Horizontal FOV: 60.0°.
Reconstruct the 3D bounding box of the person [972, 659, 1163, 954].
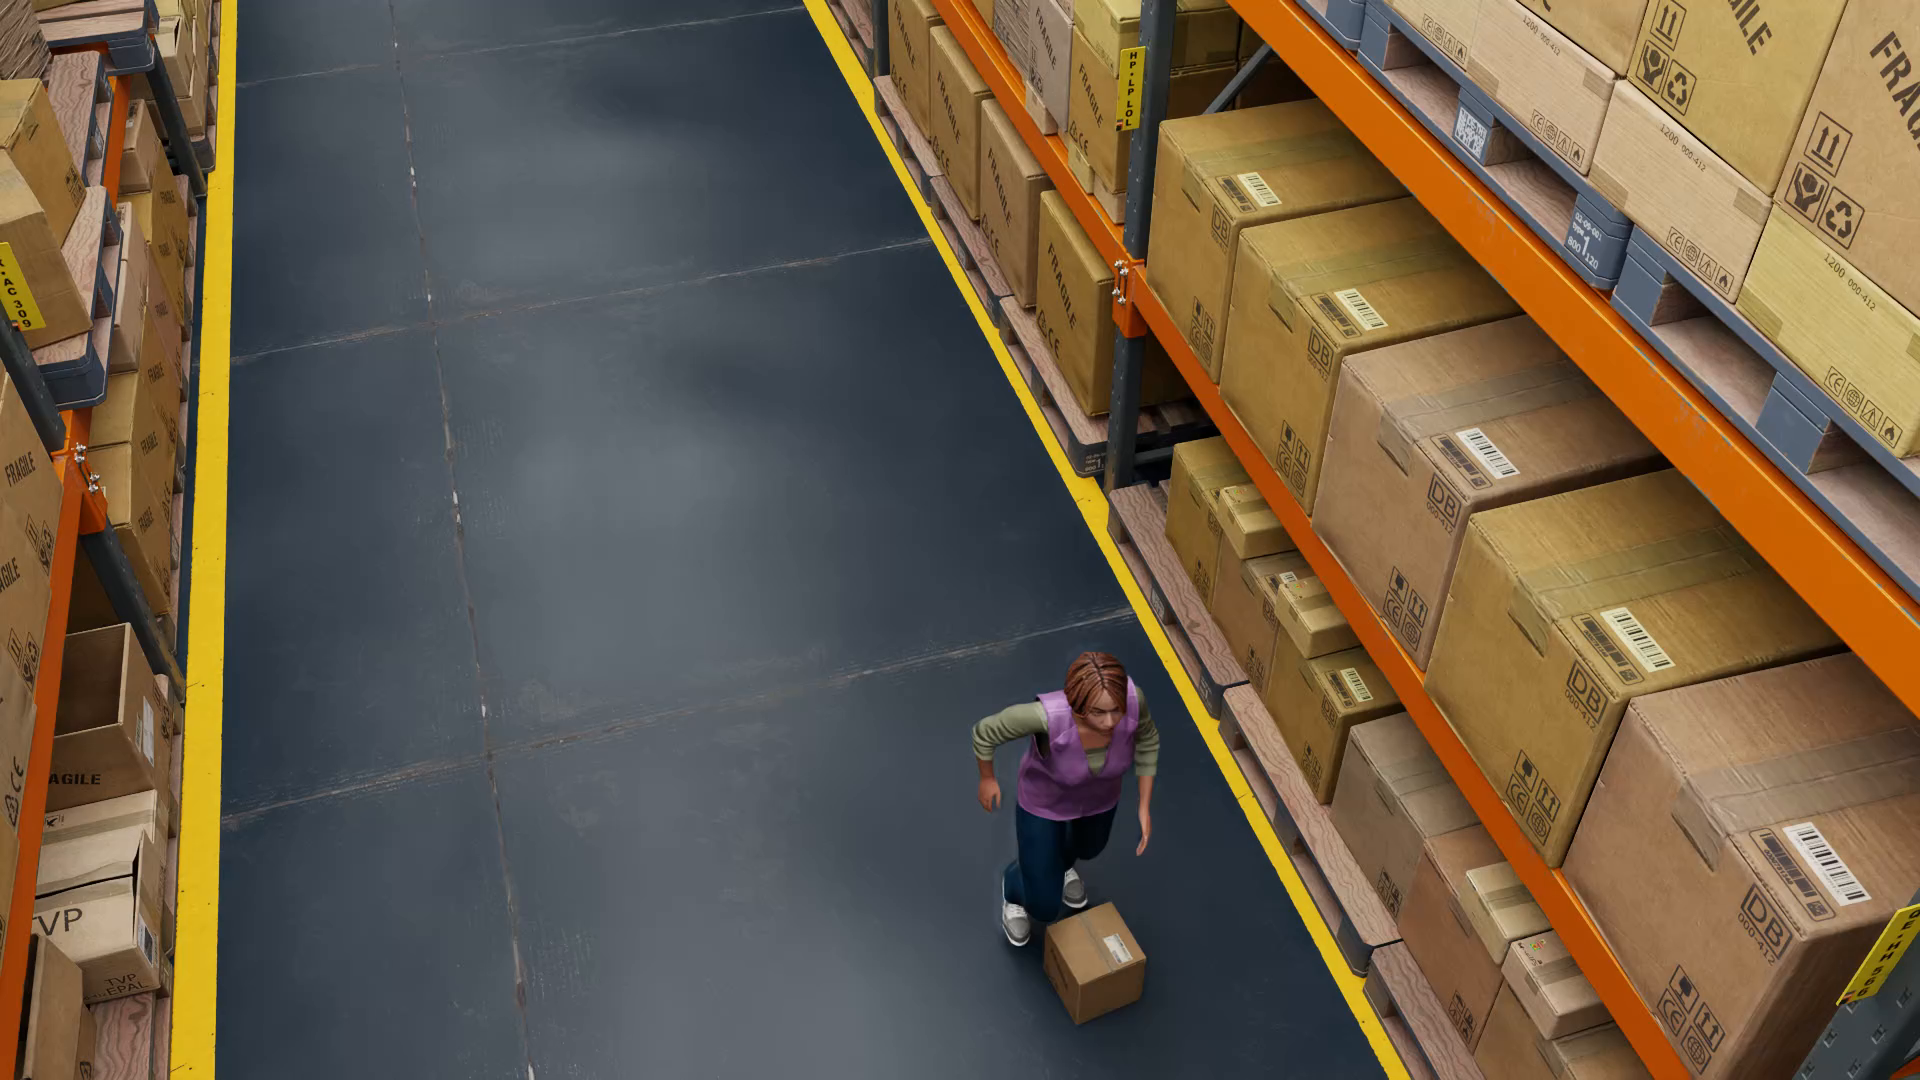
[{"bbox_3d":[0.340,0.841,5.310,0.562,1.518,0.702,-15,45,-16],"label":"person"}]
